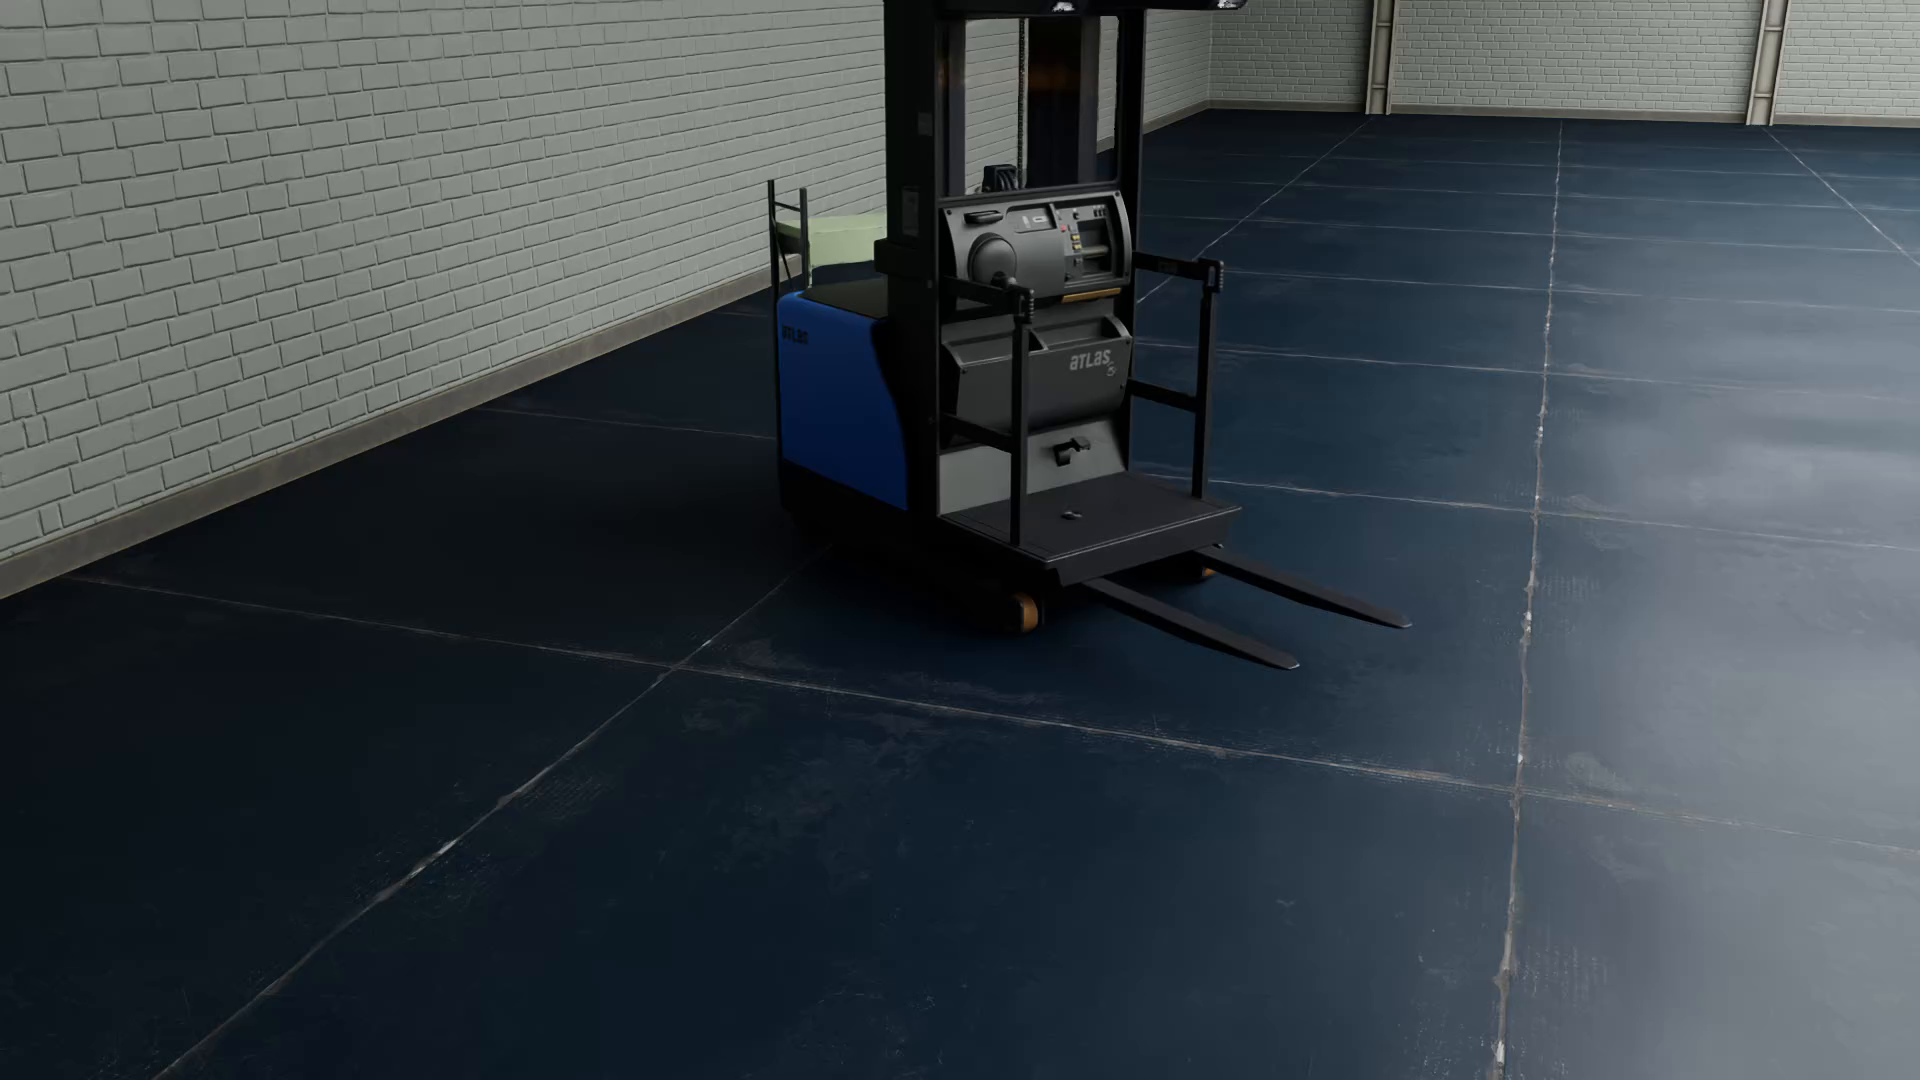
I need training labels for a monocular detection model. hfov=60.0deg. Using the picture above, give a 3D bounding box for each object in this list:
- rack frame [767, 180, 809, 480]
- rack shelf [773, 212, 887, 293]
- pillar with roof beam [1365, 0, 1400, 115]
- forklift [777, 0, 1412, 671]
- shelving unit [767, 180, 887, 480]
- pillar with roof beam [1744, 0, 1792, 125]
[{"bbox_3d":[-0.815,-0.964,8.063,0.023,1.500,0.400,-11,22,-28],"label":"rack frame"},{"bbox_3d":[-0.498,-1.393,8.109,0.720,0.370,0.431,-11,22,-28],"label":"rack shelf"},{"bbox_3d":[5.791,-10.265,23.353,0.400,9.000,9.100,7,20,18],"label":"pillar with roof beam"},{"bbox_3d":[0.454,-1.196,6.555,1.130,2.935,3.031,-14,24,-35],"label":"forklift"},{"bbox_3d":[-0.498,-1.025,8.237,0.755,1.500,0.431,-11,22,-28],"label":"shelving unit"},{"bbox_3d":[11.459,-9.617,21.493,0.400,9.000,9.100,7,20,18],"label":"pillar with roof beam"}]
